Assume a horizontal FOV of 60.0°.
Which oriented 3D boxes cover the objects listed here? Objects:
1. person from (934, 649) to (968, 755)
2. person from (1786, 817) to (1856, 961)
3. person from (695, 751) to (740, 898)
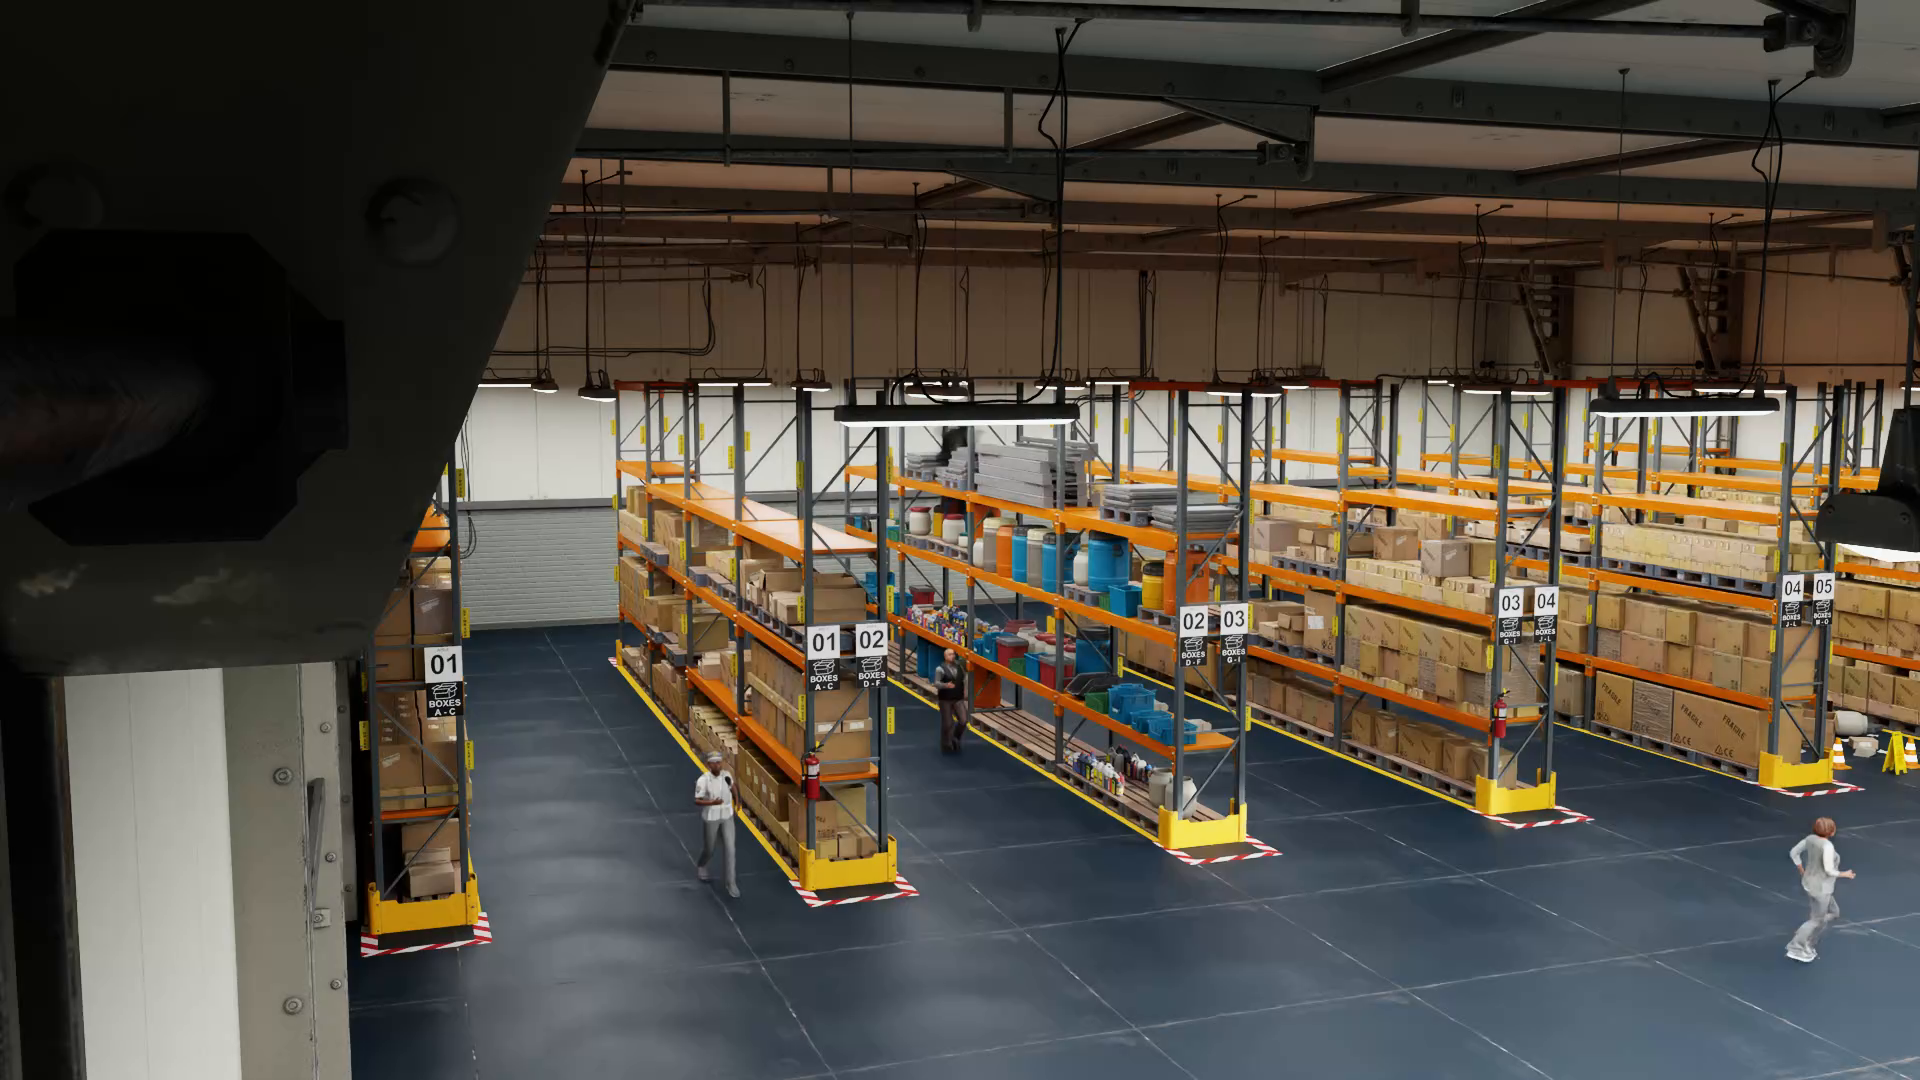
[{"bbox_3d":[-0.116,2.634,26.979,0.640,1.735,0.668,-2,7,-22],"label":"person"},{"bbox_3d":[9.085,3.689,17.546,0.627,1.577,0.499,1,6,6],"label":"person"},{"bbox_3d":[-2.907,3.368,20.051,0.585,1.683,0.983,-3,7,-23],"label":"person"}]
